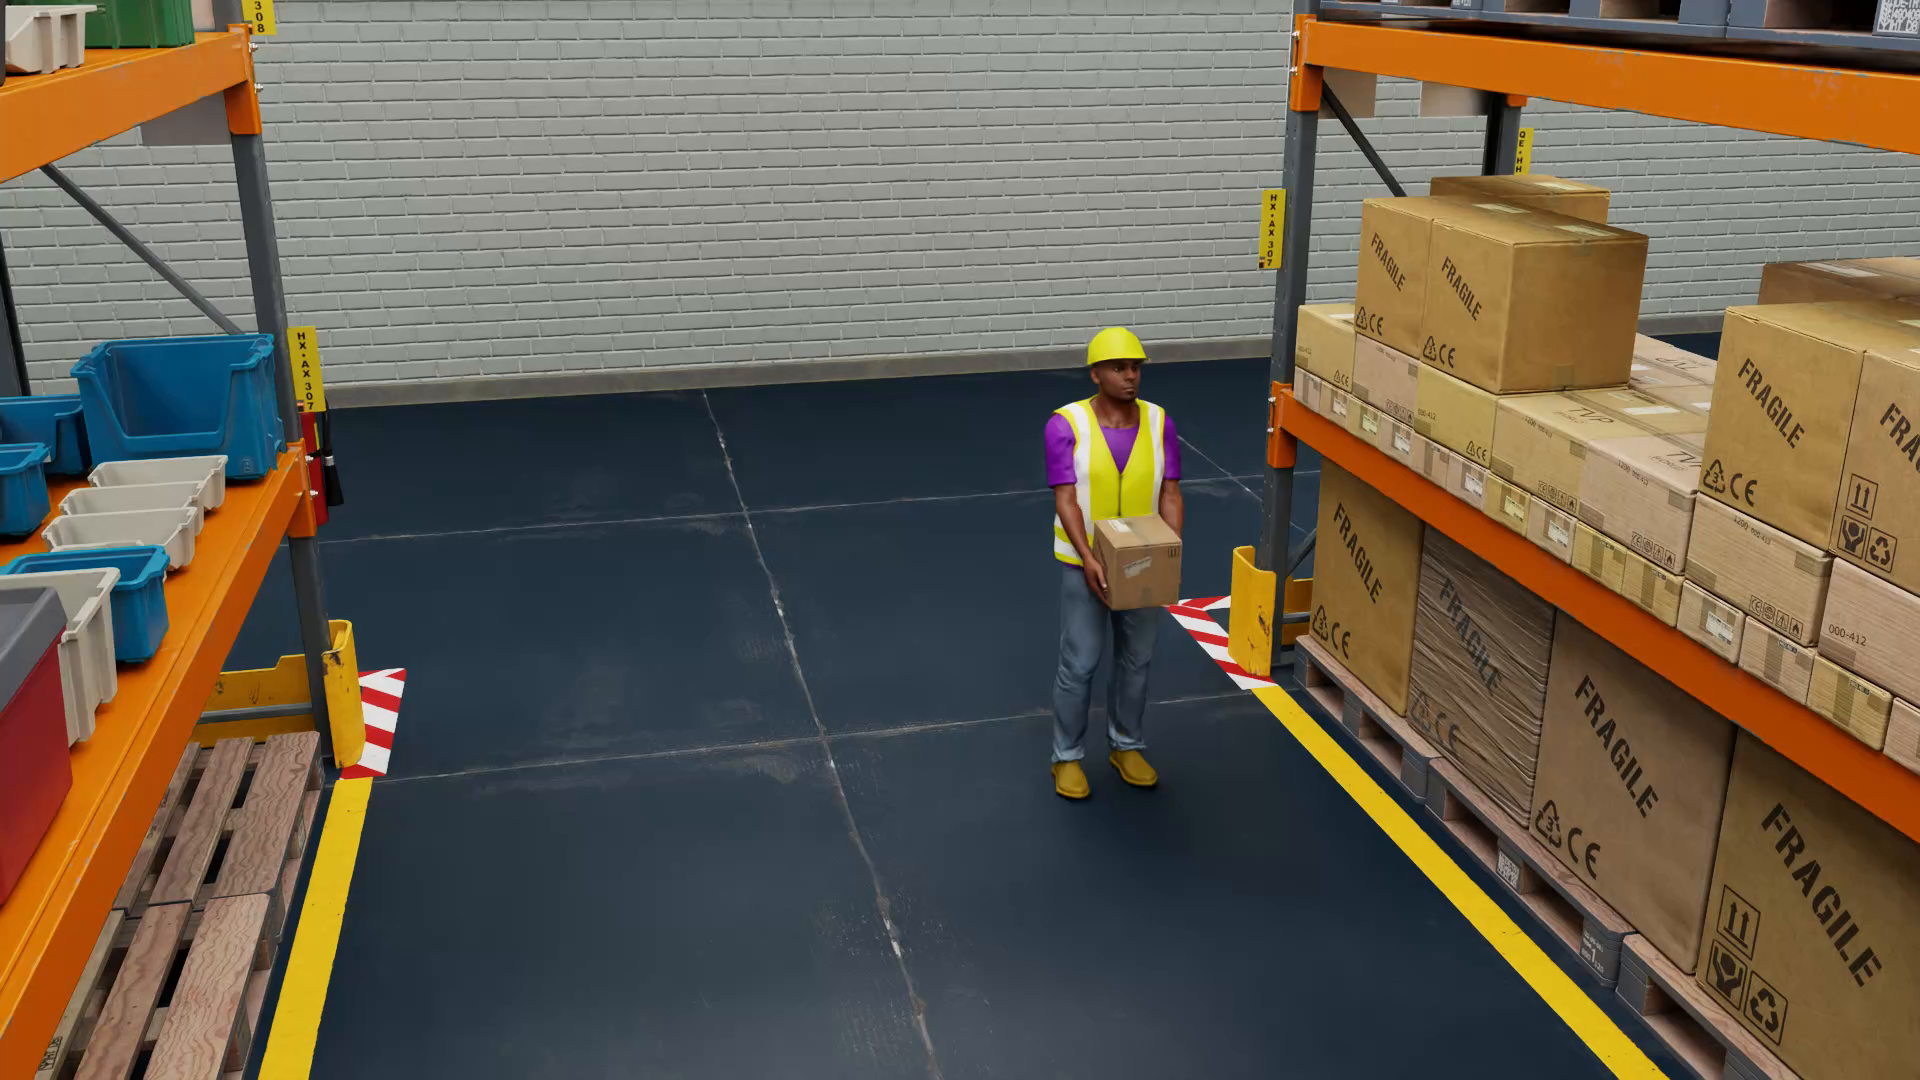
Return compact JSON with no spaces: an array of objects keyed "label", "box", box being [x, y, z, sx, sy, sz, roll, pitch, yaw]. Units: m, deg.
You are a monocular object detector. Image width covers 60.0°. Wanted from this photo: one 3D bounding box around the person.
[{"label":"person","box":[0.596,0.107,6.227,0.520,1.771,0.566,-5,20,-13]}]
